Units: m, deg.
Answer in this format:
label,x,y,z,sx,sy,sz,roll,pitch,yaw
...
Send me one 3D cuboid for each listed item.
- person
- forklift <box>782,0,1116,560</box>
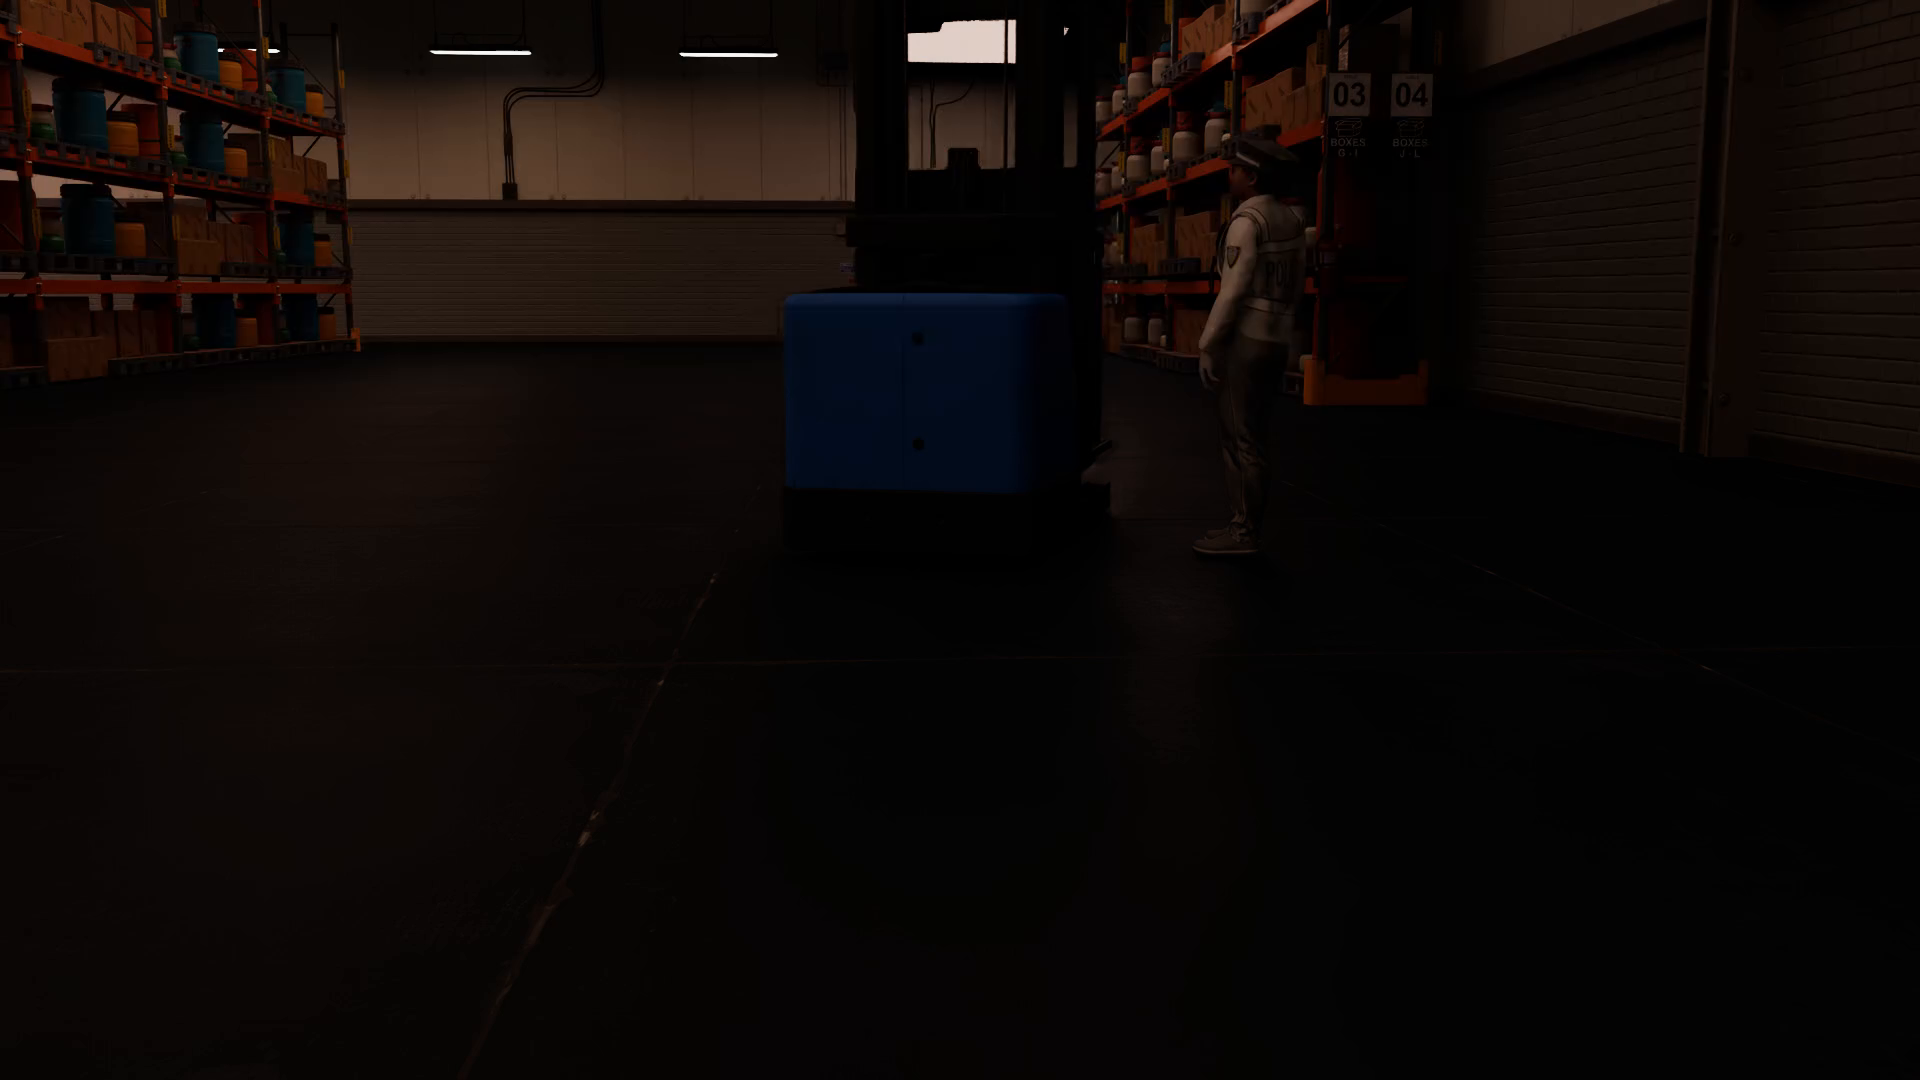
label,x,y,z,sx,sy,sz,roll,pitch,yaw
person,1.112,-0.776,6.717,0.530,1.694,0.586,7,11,40
forklift,0.118,-1.547,7.750,1.130,2.935,3.031,2,9,13
